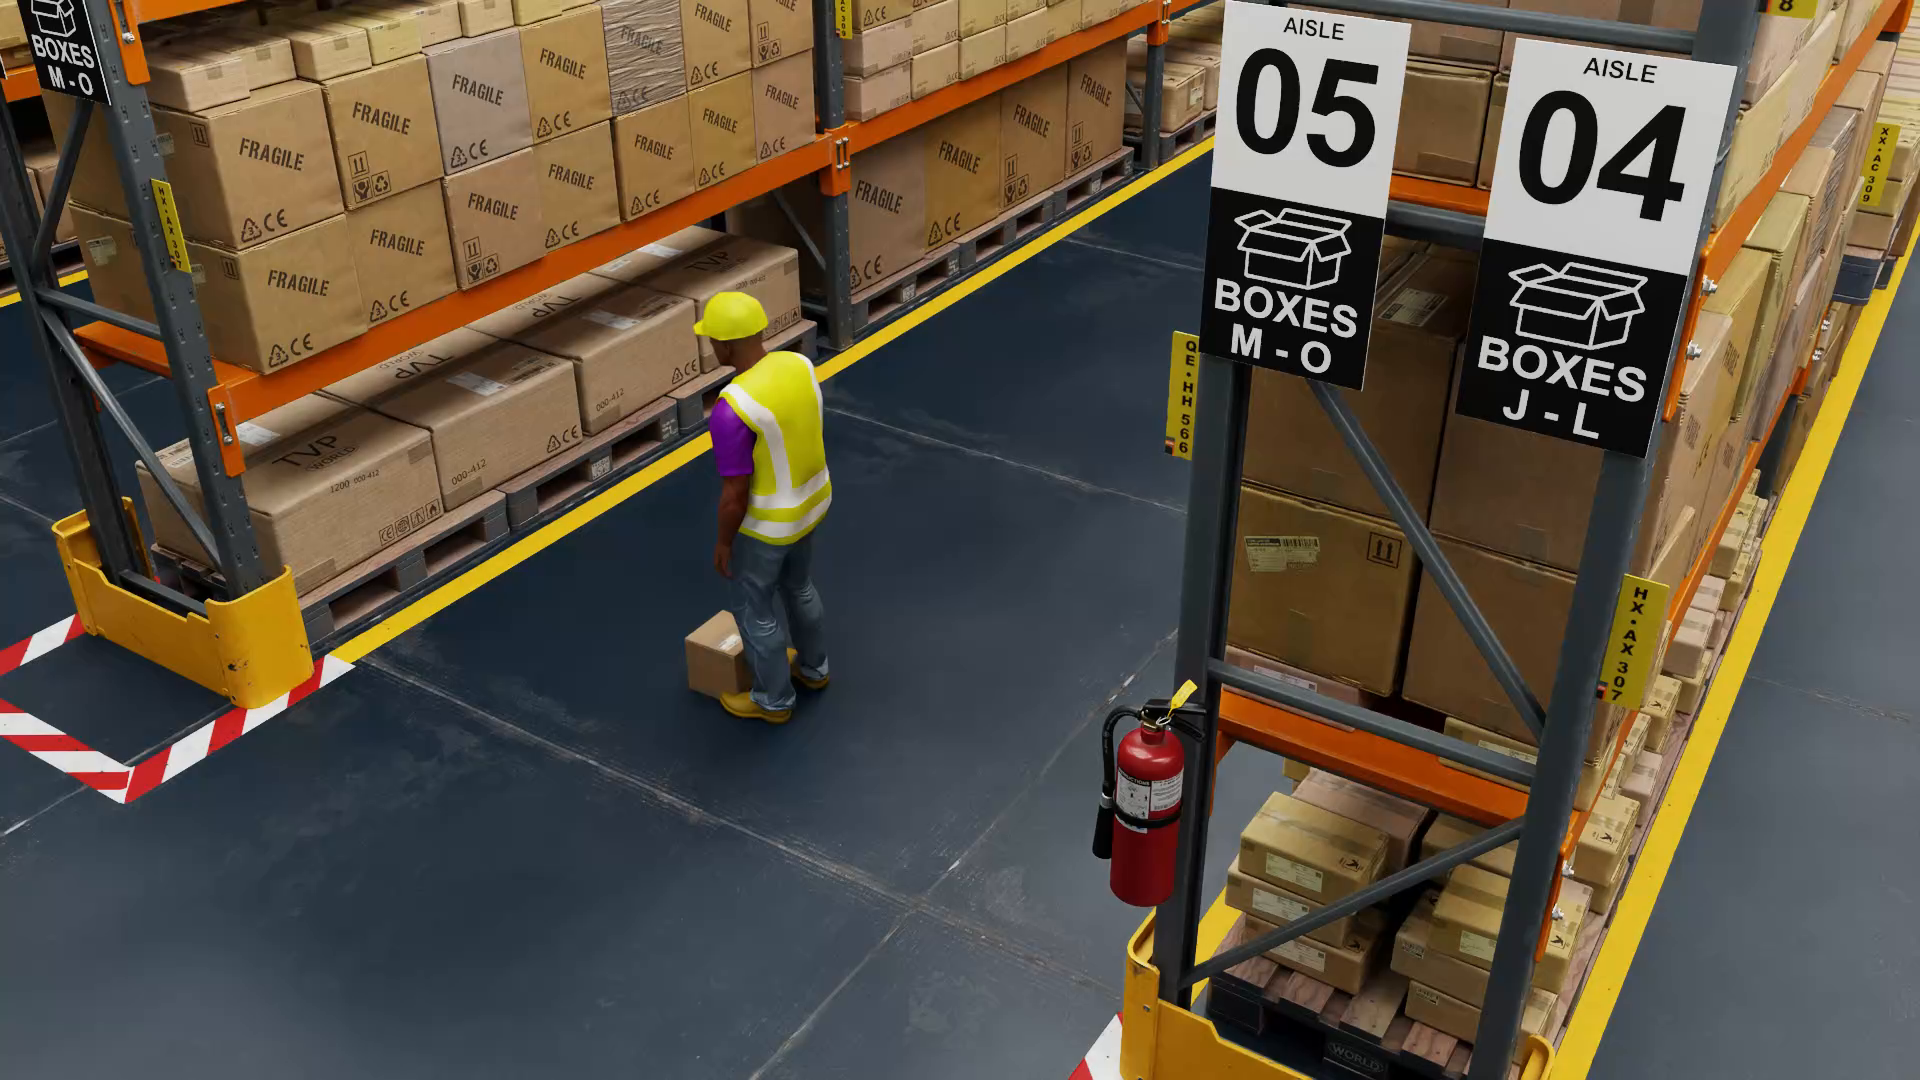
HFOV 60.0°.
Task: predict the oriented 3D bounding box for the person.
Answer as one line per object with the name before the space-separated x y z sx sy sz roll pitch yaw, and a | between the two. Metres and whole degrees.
person | -0.736 -0.111 6.304 0.462 1.759 0.622 16 34 25
